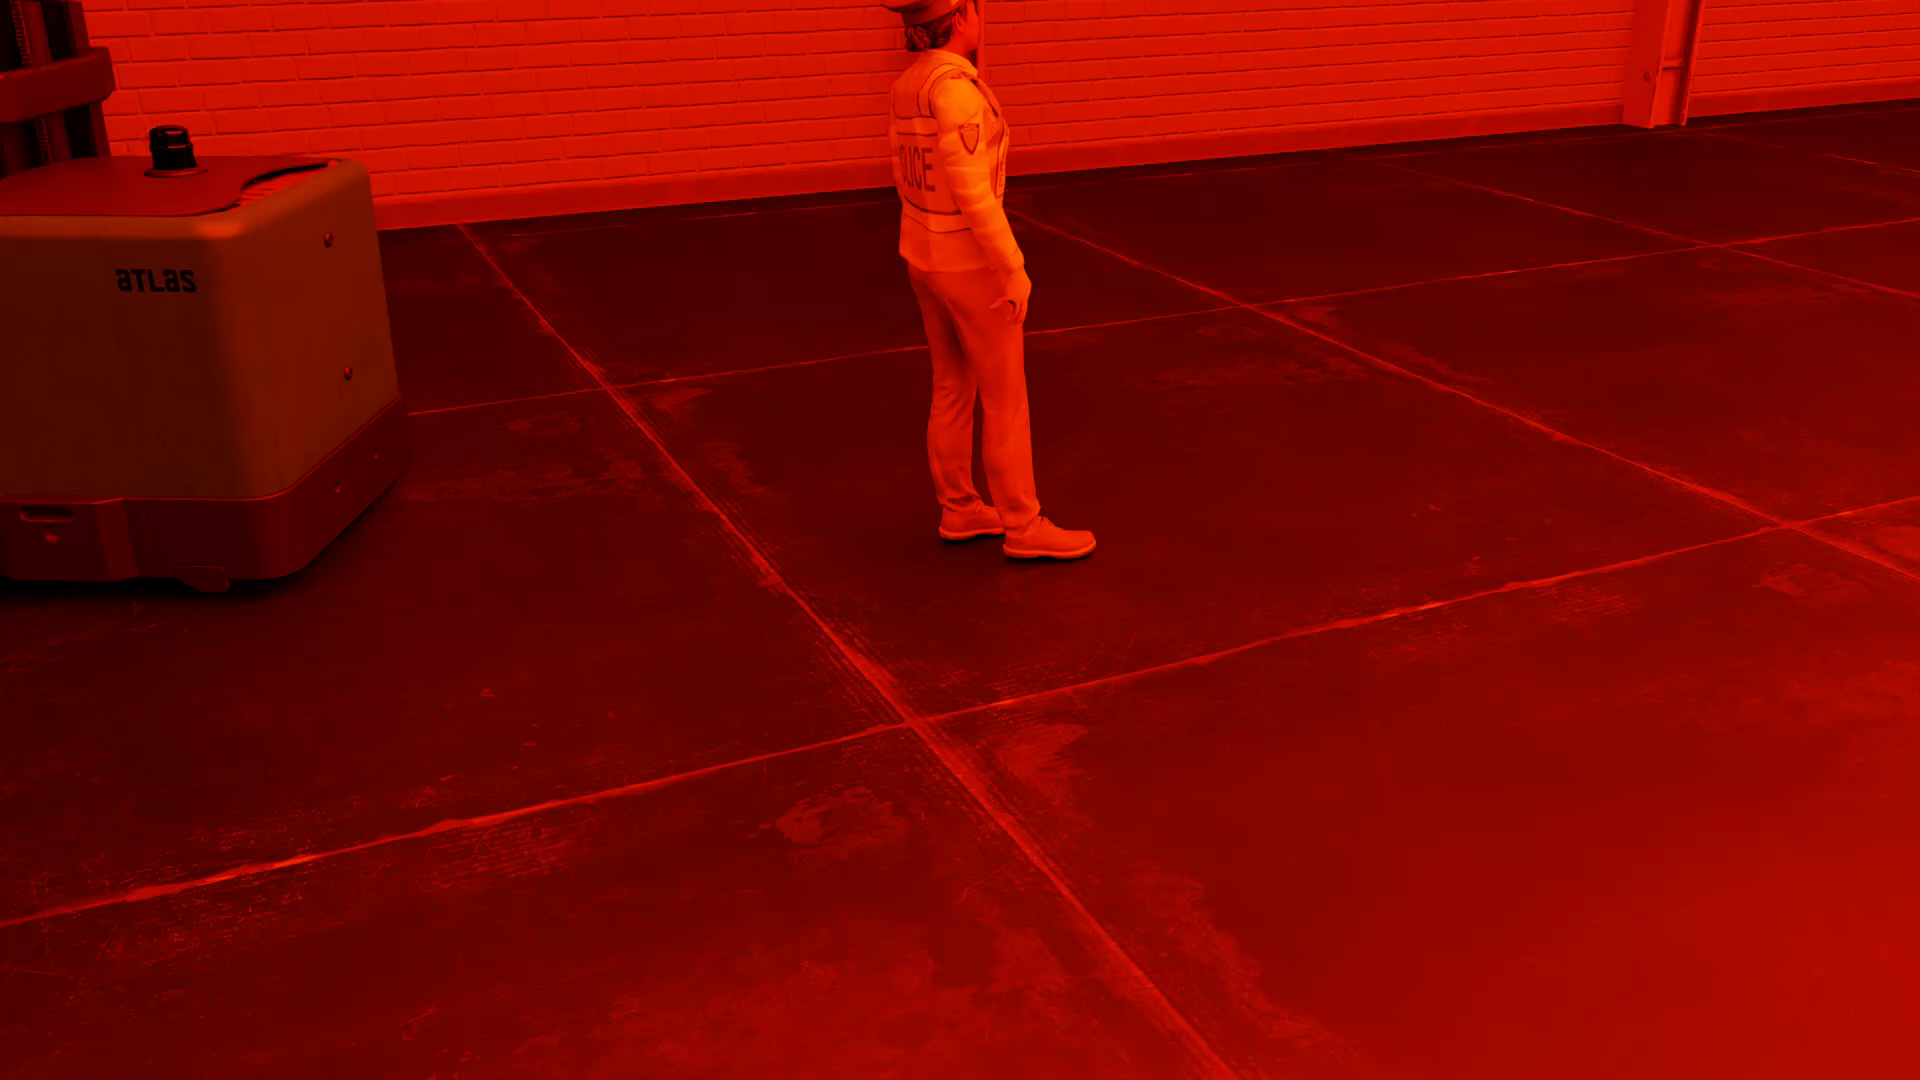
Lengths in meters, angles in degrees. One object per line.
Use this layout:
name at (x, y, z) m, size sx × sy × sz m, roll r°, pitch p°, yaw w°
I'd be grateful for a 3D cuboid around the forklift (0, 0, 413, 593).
forklift at (-3.354, -1.403, 4.664) m, size 3.031 × 2.935 × 1.130 m, roll 1°, pitch 23°, yaw 3°

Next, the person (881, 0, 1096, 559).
person at (0.065, -0.798, 4.800) m, size 0.532 × 1.694 × 0.586 m, roll -10°, pitch 25°, yaw -23°
